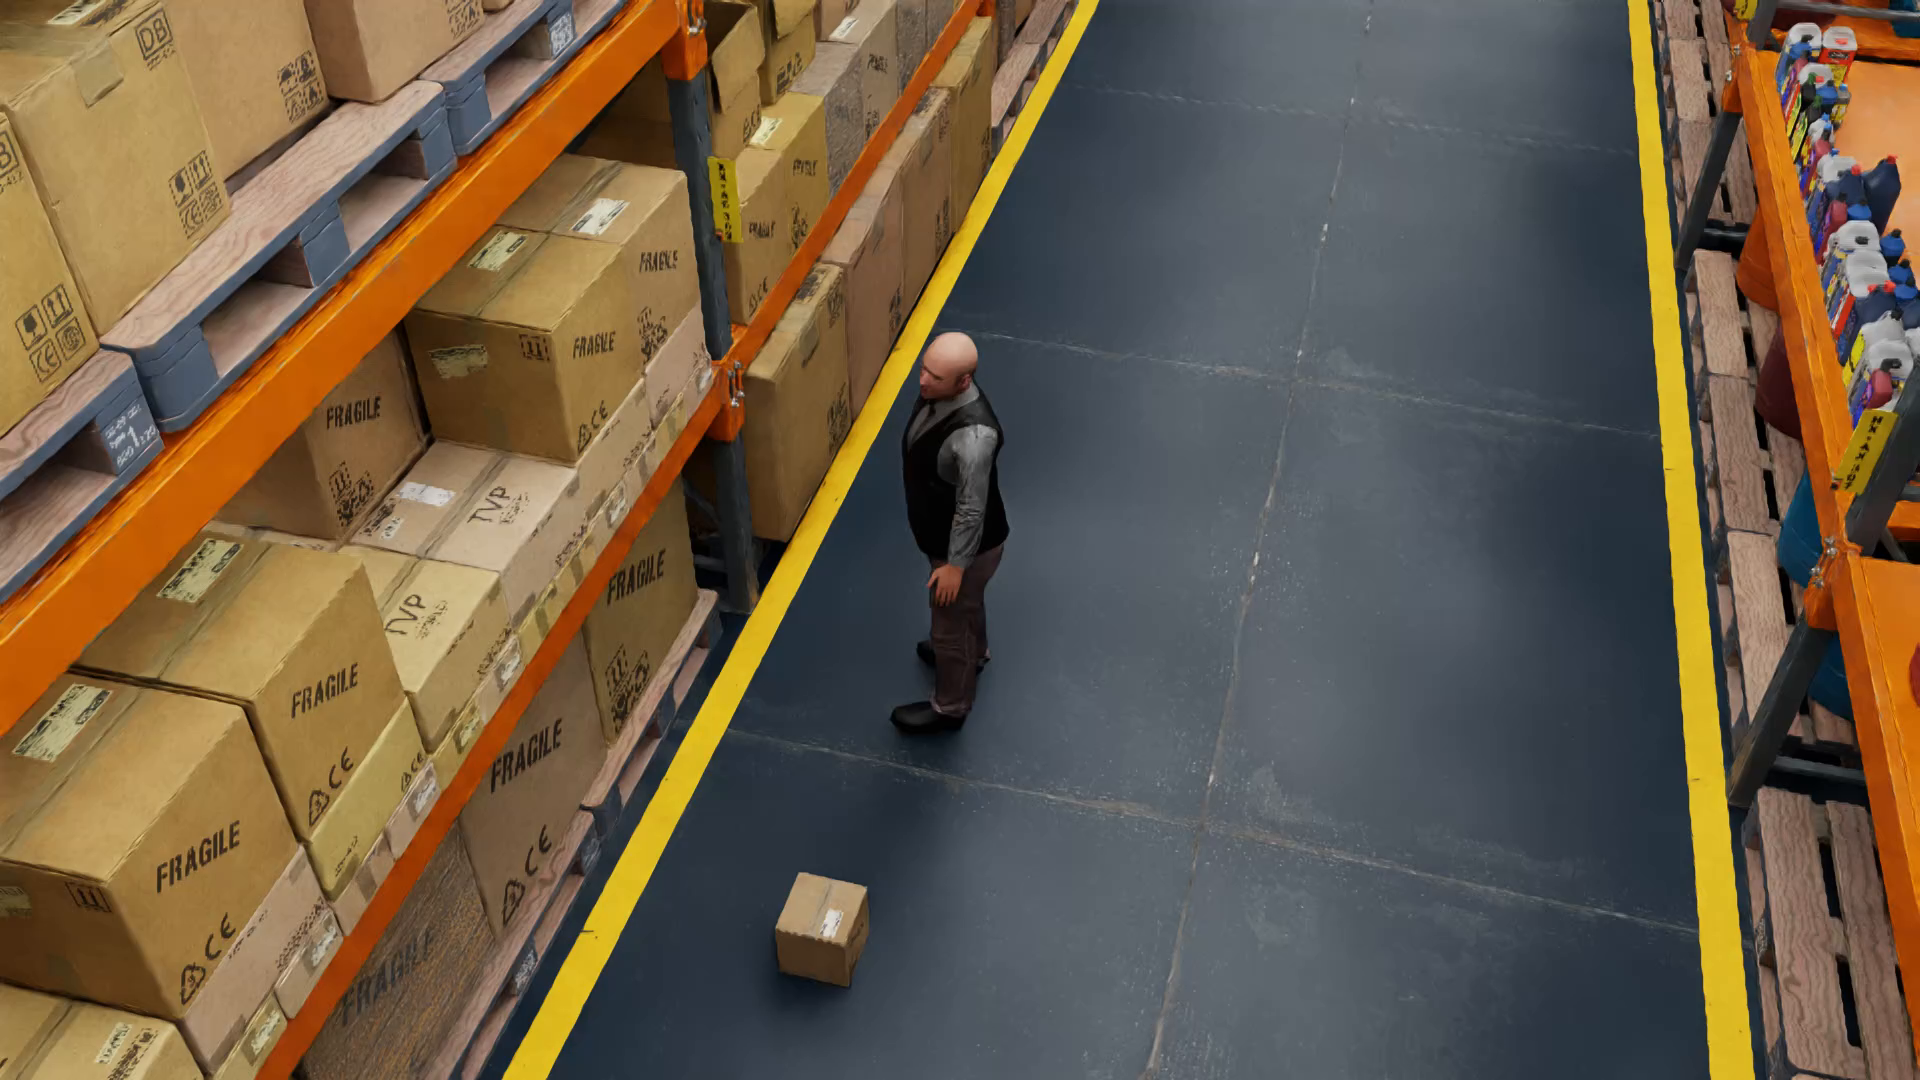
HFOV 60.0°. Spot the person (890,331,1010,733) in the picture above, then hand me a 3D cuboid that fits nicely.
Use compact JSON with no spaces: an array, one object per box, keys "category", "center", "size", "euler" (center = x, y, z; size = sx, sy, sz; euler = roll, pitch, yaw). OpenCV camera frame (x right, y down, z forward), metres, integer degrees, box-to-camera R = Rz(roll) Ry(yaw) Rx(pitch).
[{"category":"person","center":[-0.080,-0.025,6.163],"size":[0.460,1.731,0.591],"euler":[-8,41,-9]}]
